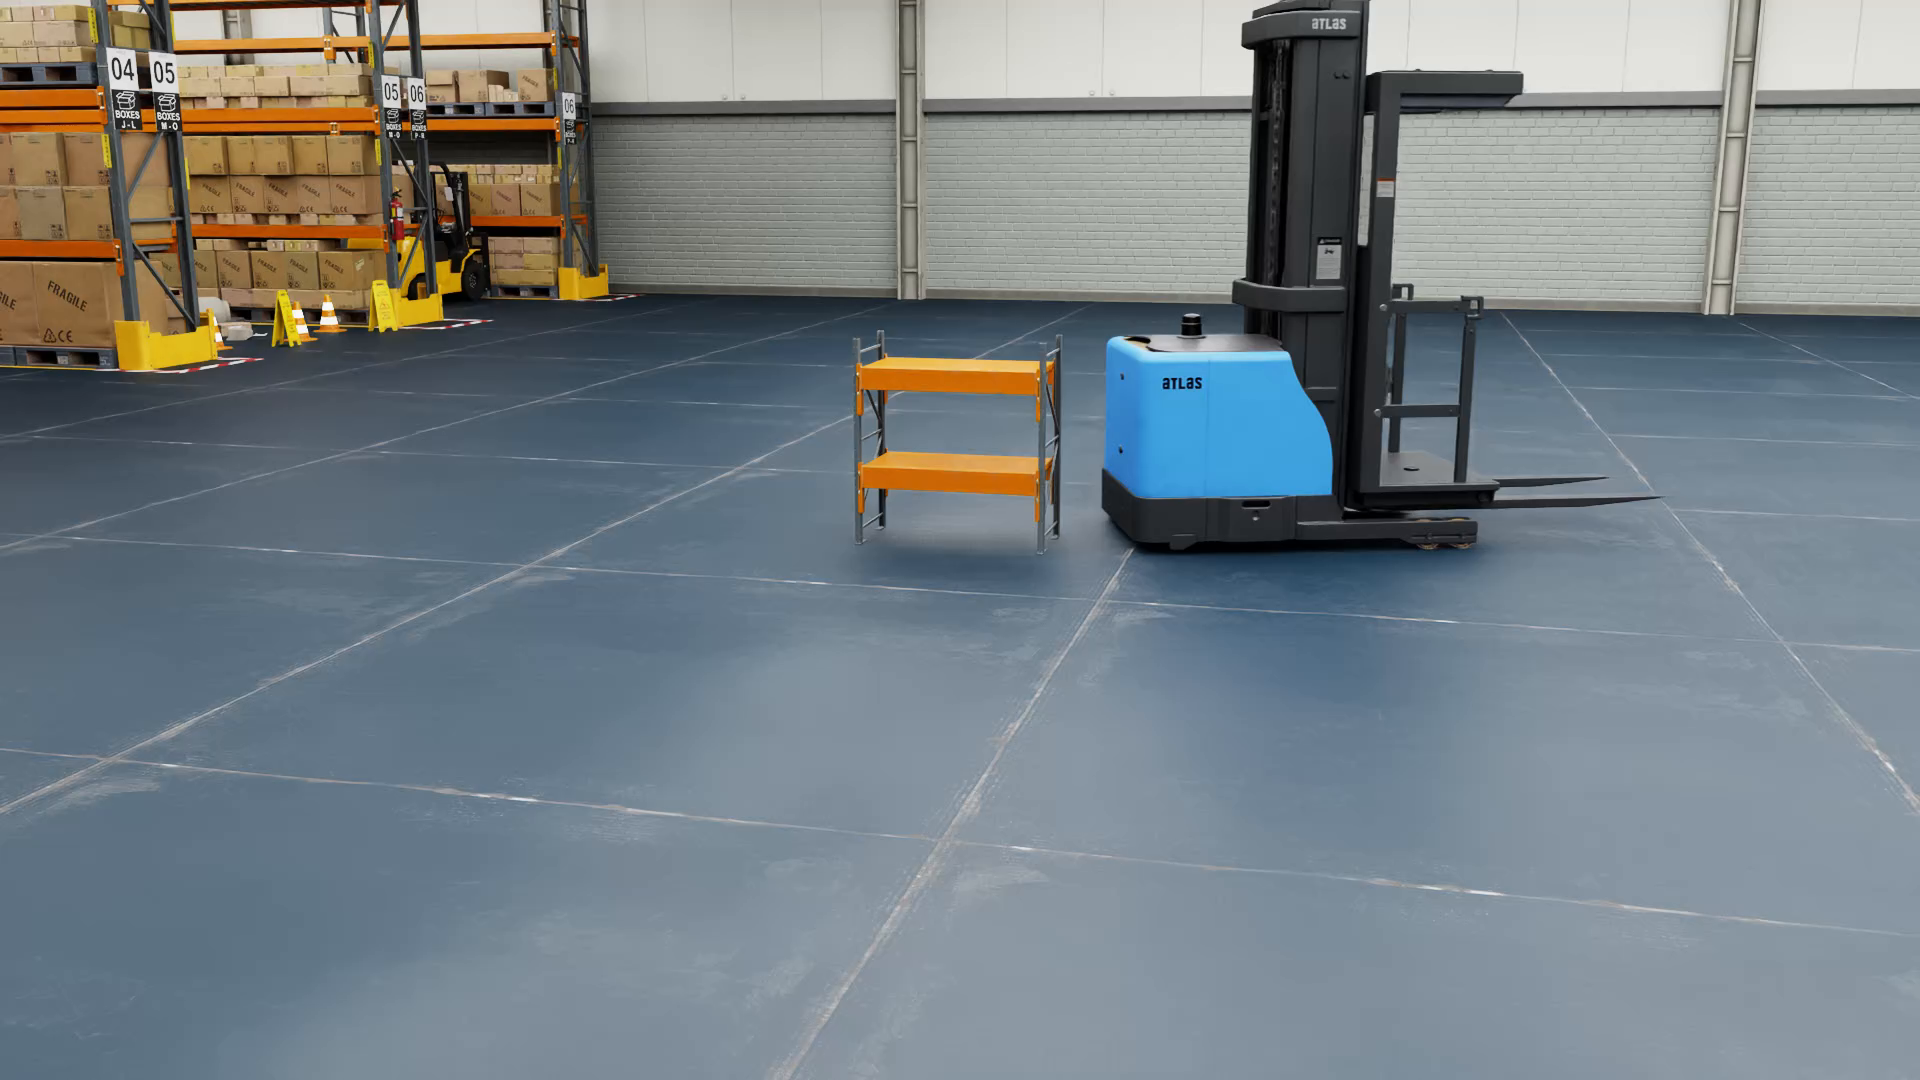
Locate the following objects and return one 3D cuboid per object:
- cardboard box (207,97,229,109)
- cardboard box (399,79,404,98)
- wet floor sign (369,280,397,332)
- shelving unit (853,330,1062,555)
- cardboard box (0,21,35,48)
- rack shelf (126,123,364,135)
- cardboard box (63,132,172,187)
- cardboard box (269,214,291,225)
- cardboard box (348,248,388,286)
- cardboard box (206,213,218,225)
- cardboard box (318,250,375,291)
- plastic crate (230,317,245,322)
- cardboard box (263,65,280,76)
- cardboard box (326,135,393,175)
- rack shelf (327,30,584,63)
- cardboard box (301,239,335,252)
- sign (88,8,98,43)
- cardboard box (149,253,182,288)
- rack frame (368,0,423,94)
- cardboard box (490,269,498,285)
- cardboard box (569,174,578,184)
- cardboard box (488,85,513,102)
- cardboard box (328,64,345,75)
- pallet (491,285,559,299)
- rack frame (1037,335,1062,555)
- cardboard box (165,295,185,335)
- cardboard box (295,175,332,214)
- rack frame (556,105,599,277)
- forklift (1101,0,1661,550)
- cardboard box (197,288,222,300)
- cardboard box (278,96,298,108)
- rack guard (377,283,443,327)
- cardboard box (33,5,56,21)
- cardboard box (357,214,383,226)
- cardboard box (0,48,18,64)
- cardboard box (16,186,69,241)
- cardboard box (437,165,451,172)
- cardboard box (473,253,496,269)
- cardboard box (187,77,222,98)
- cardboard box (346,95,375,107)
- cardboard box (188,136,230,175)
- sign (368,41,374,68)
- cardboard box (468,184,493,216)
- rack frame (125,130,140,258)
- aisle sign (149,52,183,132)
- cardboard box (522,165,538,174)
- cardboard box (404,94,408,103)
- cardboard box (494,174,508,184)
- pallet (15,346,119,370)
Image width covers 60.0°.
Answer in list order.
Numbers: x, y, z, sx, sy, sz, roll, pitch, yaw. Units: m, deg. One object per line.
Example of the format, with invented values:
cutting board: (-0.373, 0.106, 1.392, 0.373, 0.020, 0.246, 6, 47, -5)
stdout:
cardboard box: (-9.733, -5.776, 21.999, 0.250, 0.149, 0.380, 3, 13, 12)
cardboard box: (-7.748, -5.999, 22.081, 0.500, 0.250, 0.500, 3, 13, 13)
wet floor sign: (-7.396, -2.996, 21.248, 0.232, 0.644, 0.267, 8, 15, 33)
shelving unit: (-0.007, -0.550, 9.113, 1.048, 1.125, 0.538, 3, 13, 14)
cardboard box: (-9.439, -5.117, 16.906, 0.500, 0.250, 0.500, 3, 13, 14)
rack shelf: (-11.963, -6.849, 27.913, 4.000, 0.370, 1.077, 3, 13, 14)
cardboard box: (-8.763, -3.962, 17.326, 0.550, 0.550, 0.875, 3, 13, 14)
cardboard box: (-8.997, -4.284, 22.196, 0.250, 0.149, 0.380, 3, 13, 13)
cardboard box: (-8.064, -3.710, 22.678, 0.500, 0.500, 0.500, 3, 13, 12)
cardboard box: (-9.957, -4.344, 22.470, 0.250, 0.149, 0.380, 3, 13, 13)
cardboard box: (-8.164, -3.596, 22.163, 0.500, 0.500, 0.500, 3, 13, 14)
plastic crate: (-9.880, -2.909, 22.159, 0.583, 0.080, 0.402, -1, 13, -6)
cardboard box: (-8.934, -6.155, 21.864, 0.250, 0.149, 0.380, 3, 13, 12)
cardboard box: (-7.872, -5.043, 21.813, 0.500, 0.500, 0.700, 3, 13, 12)
rack shelf: (-8.080, -7.910, 26.696, 4.000, 0.370, 1.077, 3, 13, 14)
cardboard box: (-8.537, -3.917, 22.115, 0.250, 0.149, 0.380, 3, 13, 15)
sign: (-8.555, -5.079, 16.413, 0.005, 0.325, 0.100, 3, 13, 14)
cardboard box: (-10.699, -3.729, 22.764, 0.500, 0.500, 0.500, 4, 13, 16)
rack frame: (-7.324, -7.309, 21.402, 0.127, 3.000, 1.000, 3, 13, 14)
cardboard box: (-7.634, -4.300, 27.071, 0.500, 0.250, 0.500, 3, 13, 14)
cardboard box: (-6.405, -5.862, 27.001, 0.250, 0.149, 0.380, 3, 13, 12)
cardboard box: (-7.262, -7.069, 26.356, 0.258, 0.266, 0.396, 3, 13, 14)
cardboard box: (-7.964, -6.088, 21.563, 0.250, 0.149, 0.380, 3, 13, 15)
pallet: (-6.891, -4.094, 27.198, 1.213, 0.211, 1.003, 3, 13, 14)
rack frame: (0.487, -0.523, 8.995, 0.032, 1.125, 0.500, 3, 13, 14)
cardboard box: (-9.636, -2.720, 20.333, 0.637, 0.503, 0.797, -6, 14, -25)
cardboard box: (-8.402, -4.571, 21.996, 0.500, 0.500, 0.500, 3, 13, 14)
rack frame: (-6.138, -5.424, 26.757, 0.127, 3.000, 1.000, 3, 13, 14)
forklift: (2.381, -1.491, 9.188, 3.031, 2.935, 1.130, -1, 13, -6)
cardboard box: (-10.178, -3.338, 22.731, 0.500, 0.250, 0.500, 4, 13, 17)
cardboard box: (-8.720, -5.739, 21.829, 0.250, 0.149, 0.380, 3, 13, 13)
rack guard: (-7.398, -3.164, 22.340, 0.348, 0.500, 1.175, 3, 13, 14)
cardboard box: (-9.062, -5.278, 16.712, 0.250, 0.149, 0.380, 3, 13, 14)
cardboard box: (-7.738, -4.232, 21.963, 0.250, 0.149, 0.380, 4, 13, 15)
cardboard box: (-9.555, -4.915, 16.917, 0.250, 0.149, 0.380, 3, 13, 14)
cardboard box: (-9.322, -3.441, 17.471, 0.550, 0.550, 0.875, 3, 13, 14)
cardboard box: (-8.267, -6.004, 26.956, 0.250, 0.149, 0.380, 3, 13, 14)
cardboard box: (-7.676, -4.541, 27.001, 0.500, 0.250, 0.500, 3, 13, 12)
cardboard box: (-9.860, -5.990, 22.042, 0.500, 0.250, 0.500, 3, 13, 14)
cardboard box: (-7.737, -5.682, 21.572, 0.250, 0.149, 0.380, 3, 13, 14)
cardboard box: (-9.860, -5.139, 22.244, 0.500, 0.500, 0.700, 3, 13, 12)
sign: (-7.476, -6.161, 21.109, 0.005, 0.325, 0.100, 3, 13, 14)
cardboard box: (-7.678, -5.499, 26.862, 0.500, 0.500, 0.500, 3, 13, 12)
rack frame: (-13.905, -5.839, 28.628, 0.127, 3.000, 1.000, 3, 13, 14)
aisle sign: (-8.271, -4.663, 17.322, 0.004, 0.787, 0.394, 3, 13, 14)
cardboard box: (-6.783, -5.915, 26.556, 0.250, 0.149, 0.380, 3, 13, 14)
cardboard box: (-8.913, -7.100, 26.766, 0.250, 0.149, 0.380, 3, 13, 15)
cardboard box: (-7.272, -5.797, 26.710, 0.250, 0.149, 0.380, 3, 13, 13)
pallet: (-9.207, -1.998, 17.751, 1.213, 0.211, 1.003, 3, 13, 14)
